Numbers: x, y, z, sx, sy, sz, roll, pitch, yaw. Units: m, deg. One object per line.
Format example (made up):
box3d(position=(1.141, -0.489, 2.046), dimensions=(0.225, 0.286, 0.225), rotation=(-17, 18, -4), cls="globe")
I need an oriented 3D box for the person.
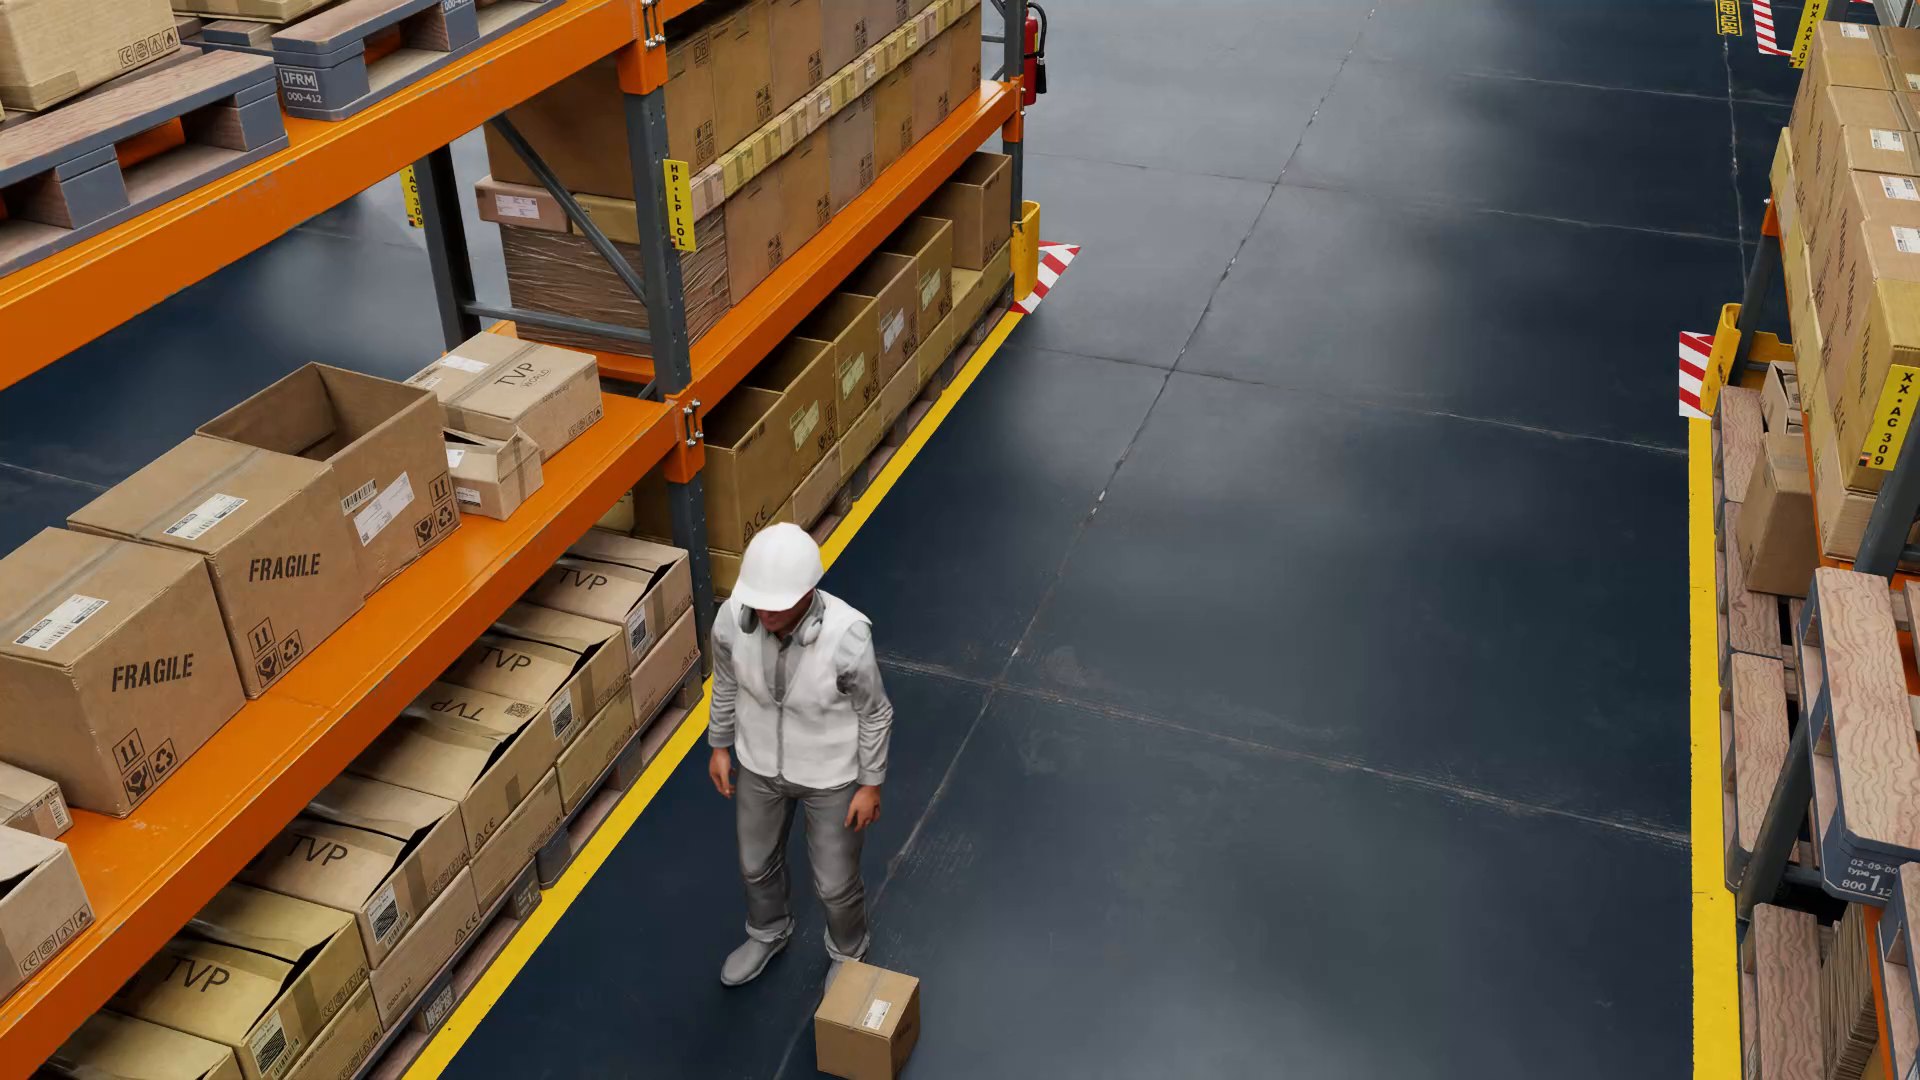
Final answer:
box3d(position=(-0.489, 0.683, 5.065), dimensions=(0.580, 1.772, 0.460), rotation=(11, 35, 17), cls="person")
